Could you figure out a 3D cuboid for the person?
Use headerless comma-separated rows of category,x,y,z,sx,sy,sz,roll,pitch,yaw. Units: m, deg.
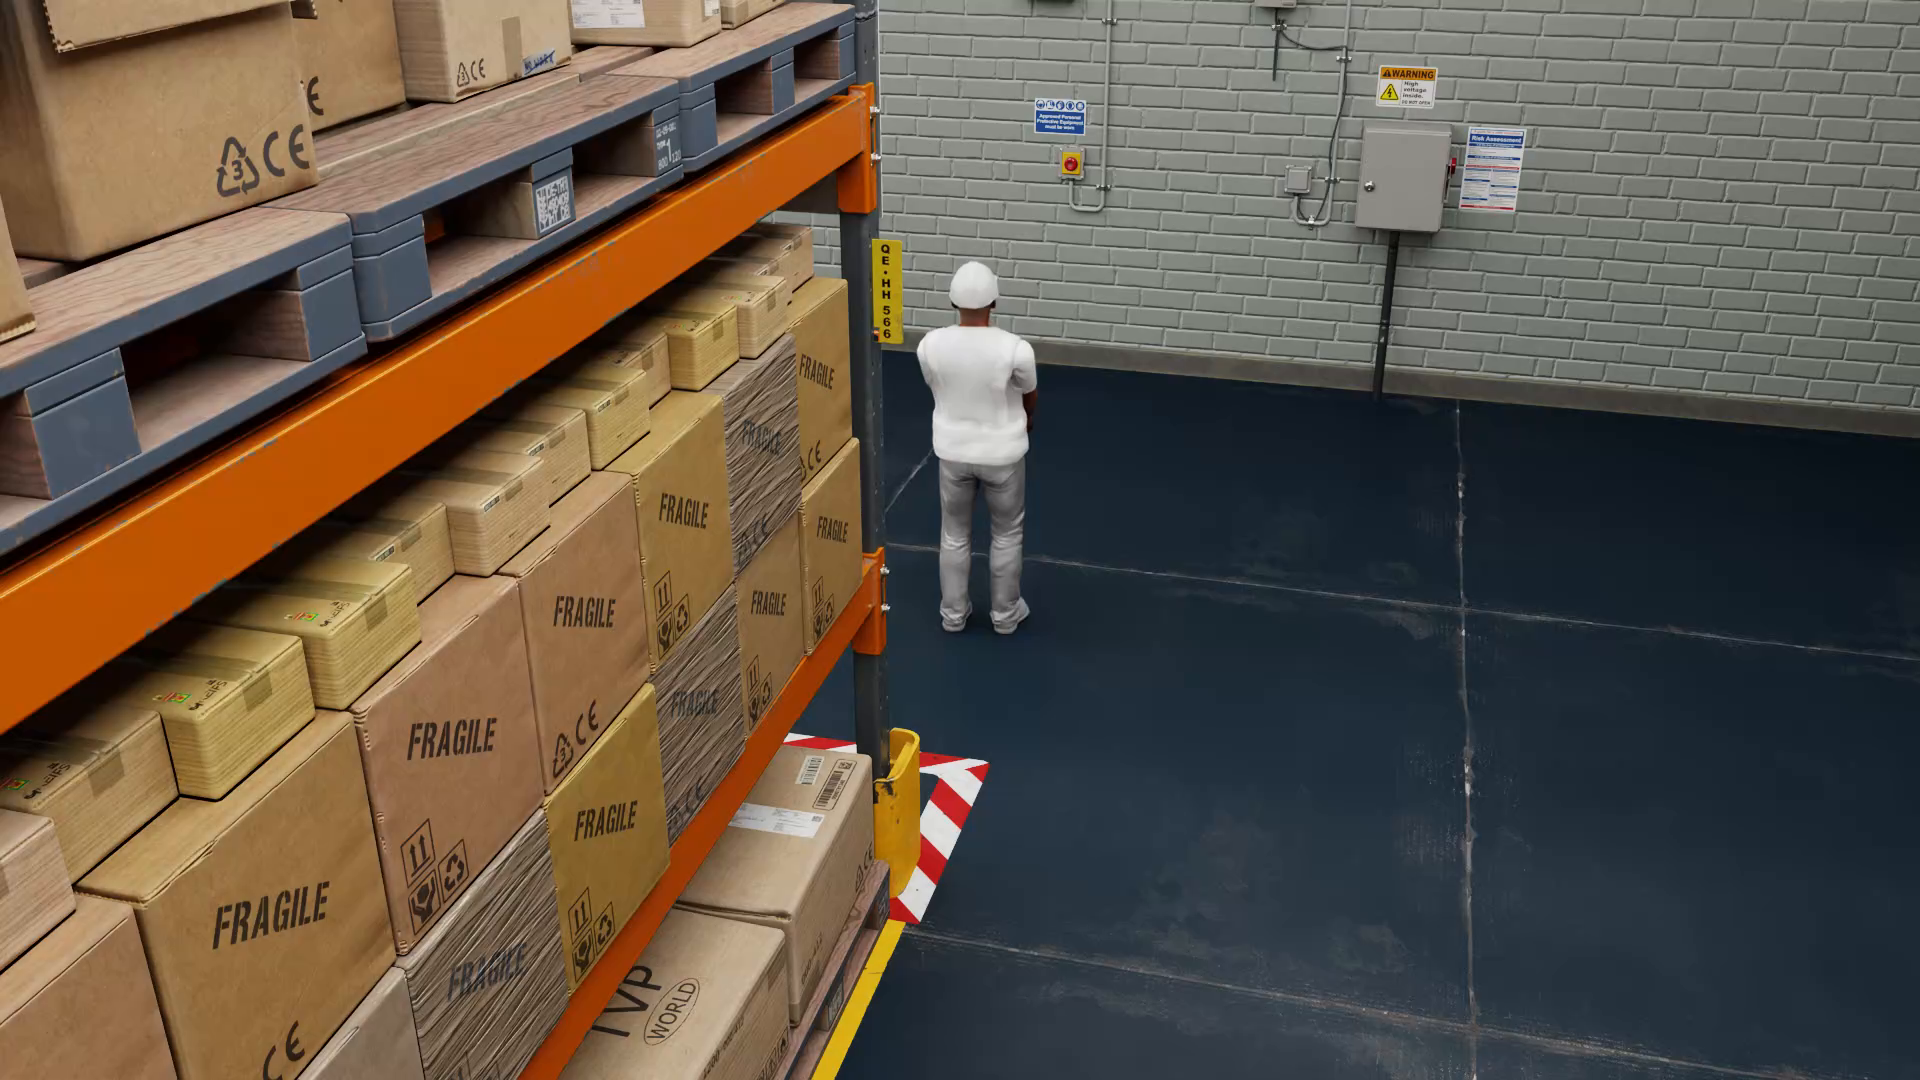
person,0.106,-0.430,7.495,0.510,1.767,0.575,6,26,13
